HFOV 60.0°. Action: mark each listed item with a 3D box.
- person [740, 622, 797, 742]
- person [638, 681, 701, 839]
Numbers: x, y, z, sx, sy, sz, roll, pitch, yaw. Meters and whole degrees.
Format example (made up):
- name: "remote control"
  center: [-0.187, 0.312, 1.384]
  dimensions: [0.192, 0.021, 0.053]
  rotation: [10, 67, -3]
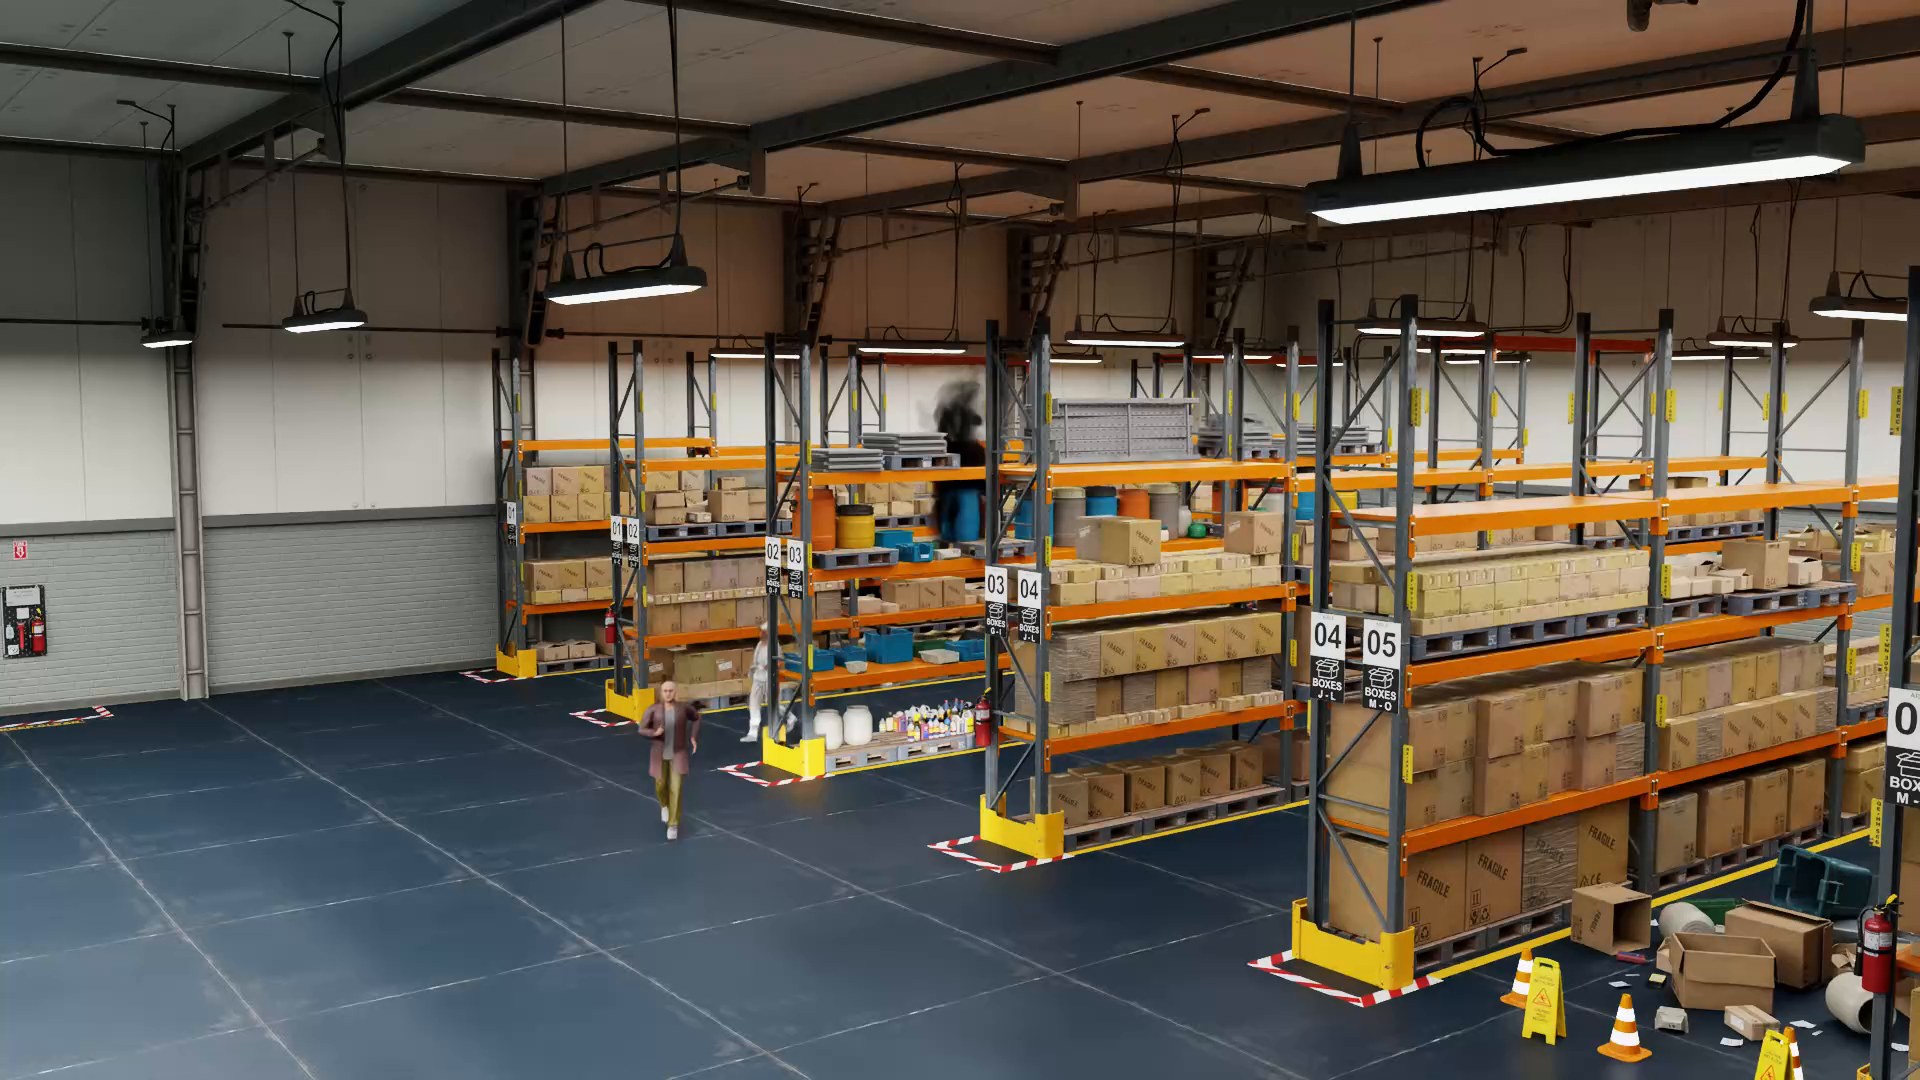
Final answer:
- name: "person"
  center: [-2.863, 2.099, 24.685]
  dimensions: [0.963, 1.774, 0.675]
  rotation: [-5, 7, -44]
- name: "person"
  center: [-3.415, 2.536, 19.552]
  dimensions: [0.705, 1.758, 1.066]
  rotation: [0, 5, -4]
